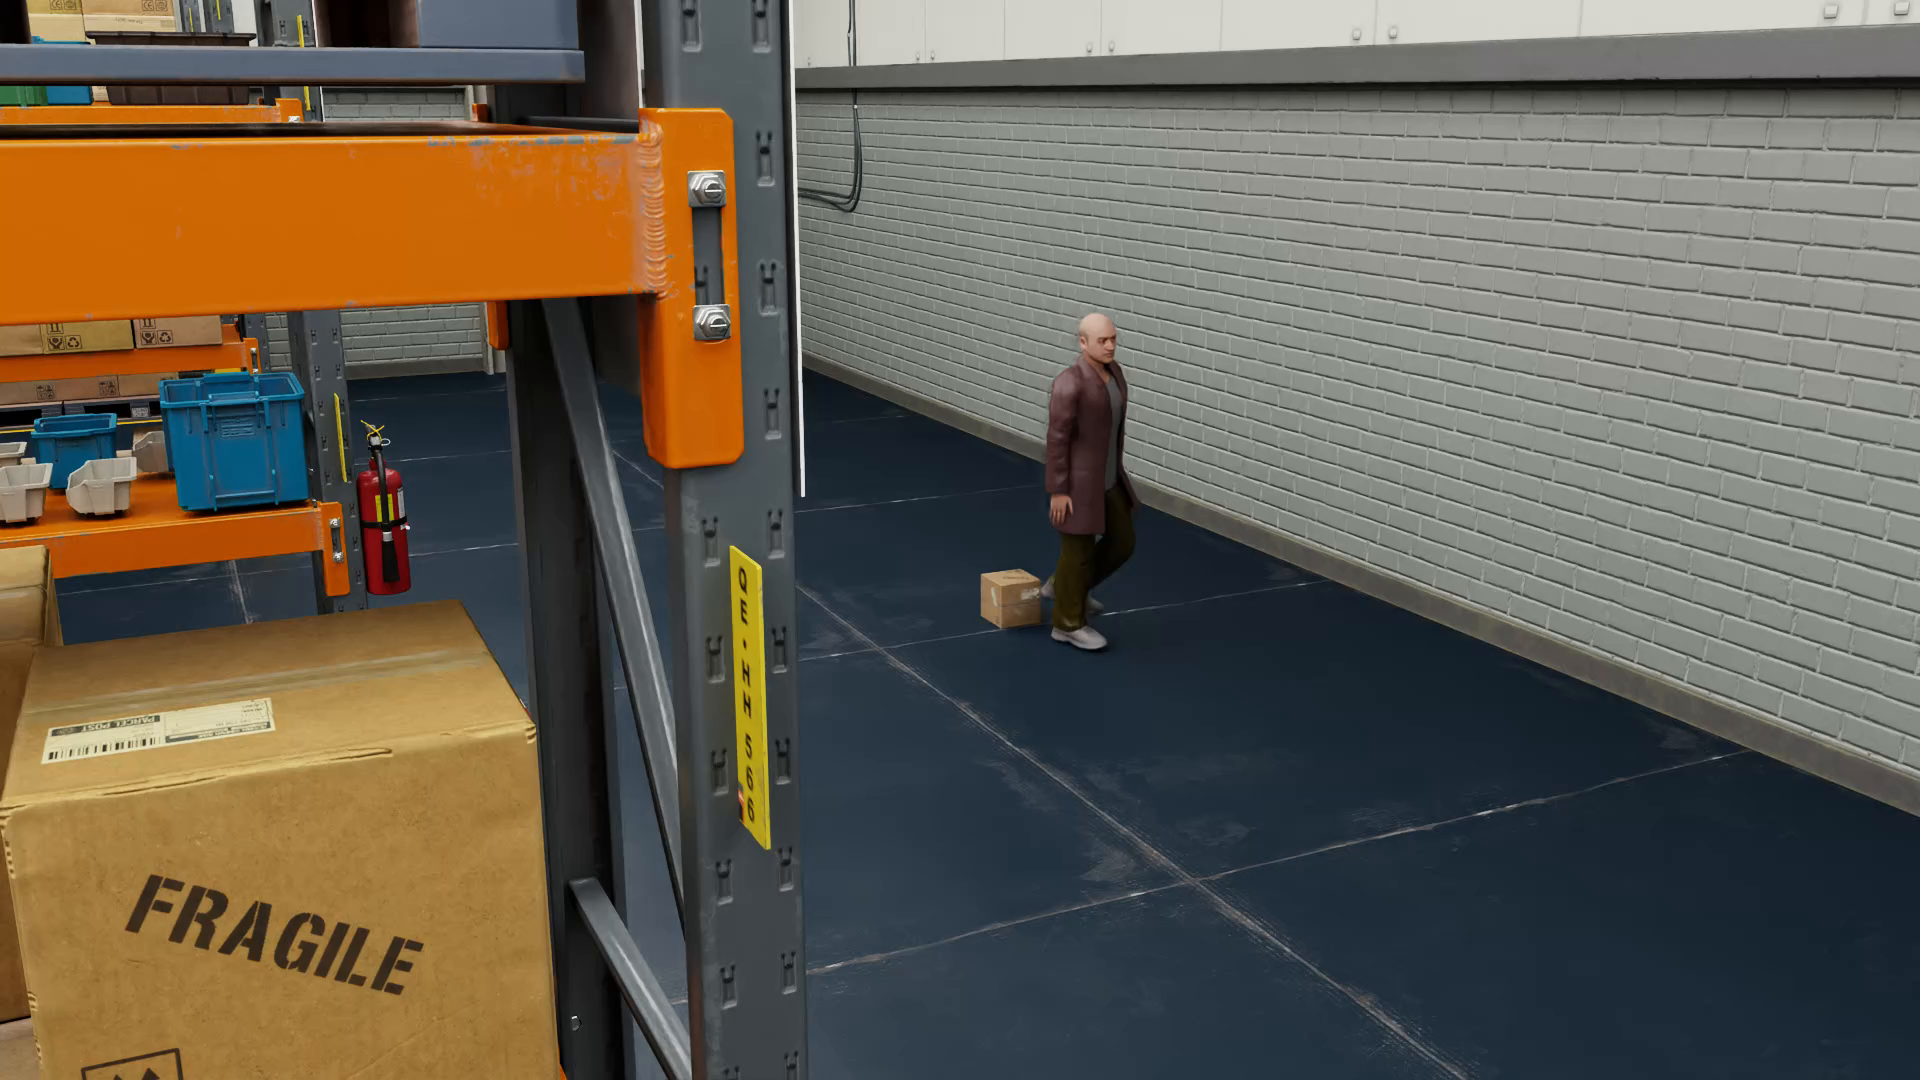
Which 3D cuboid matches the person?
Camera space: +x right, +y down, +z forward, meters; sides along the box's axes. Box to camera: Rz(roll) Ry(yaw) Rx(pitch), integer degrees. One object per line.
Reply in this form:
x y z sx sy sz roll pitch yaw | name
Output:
0.621 -0.309 8.660 0.567 1.771 0.626 12 19 37 | person
